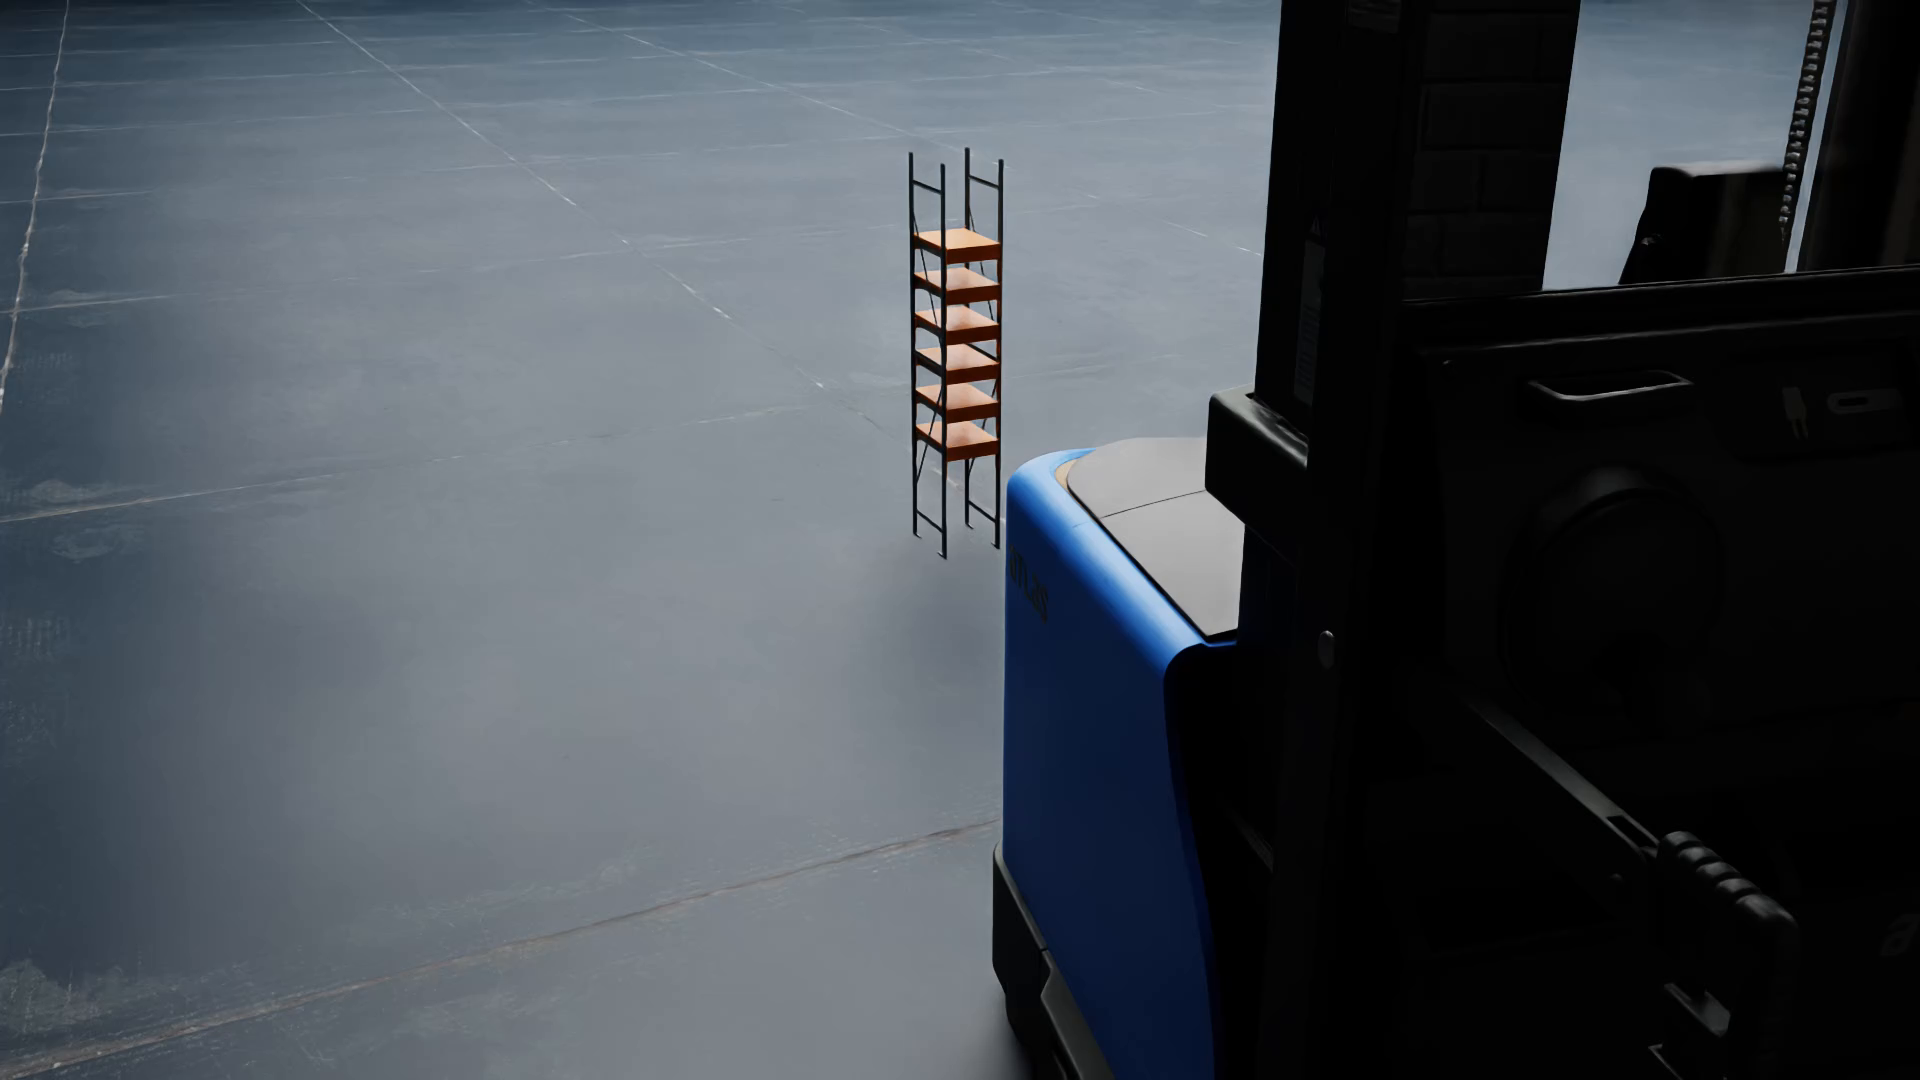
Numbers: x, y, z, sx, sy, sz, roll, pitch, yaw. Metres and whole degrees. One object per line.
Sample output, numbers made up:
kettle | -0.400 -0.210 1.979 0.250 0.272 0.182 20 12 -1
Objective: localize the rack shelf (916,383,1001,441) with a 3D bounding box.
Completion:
rack shelf | -0.013 -0.400 5.078 0.180 0.103 0.258 -10 25 -24

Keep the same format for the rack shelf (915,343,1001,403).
rack shelf | -0.013 -0.511 5.032 0.180 0.103 0.258 -10 25 -24

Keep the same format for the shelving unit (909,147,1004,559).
shelving unit | -0.013 -0.552 5.015 0.189 1.200 0.258 -10 25 -24

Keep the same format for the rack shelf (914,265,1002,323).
rack shelf | -0.013 -0.733 4.940 0.180 0.103 0.258 -10 25 -24

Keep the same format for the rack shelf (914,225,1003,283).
rack shelf | -0.013 -0.844 4.894 0.180 0.103 0.258 -10 25 -24

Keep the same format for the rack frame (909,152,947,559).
rack frame | -0.095 -0.537 4.978 0.006 1.200 0.240 -10 25 -24

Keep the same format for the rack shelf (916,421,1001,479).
rack shelf | -0.013 -0.289 5.124 0.180 0.103 0.258 -10 25 -24

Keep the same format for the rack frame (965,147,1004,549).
rack frame | 0.069 -0.567 5.051 0.006 1.200 0.240 -10 25 -24

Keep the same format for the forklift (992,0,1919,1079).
forklift | 0.934 -0.012 1.448 1.130 2.935 3.031 -6 23 -14

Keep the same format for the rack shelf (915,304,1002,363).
rack shelf | -0.013 -0.622 4.986 0.180 0.103 0.258 -10 25 -24
